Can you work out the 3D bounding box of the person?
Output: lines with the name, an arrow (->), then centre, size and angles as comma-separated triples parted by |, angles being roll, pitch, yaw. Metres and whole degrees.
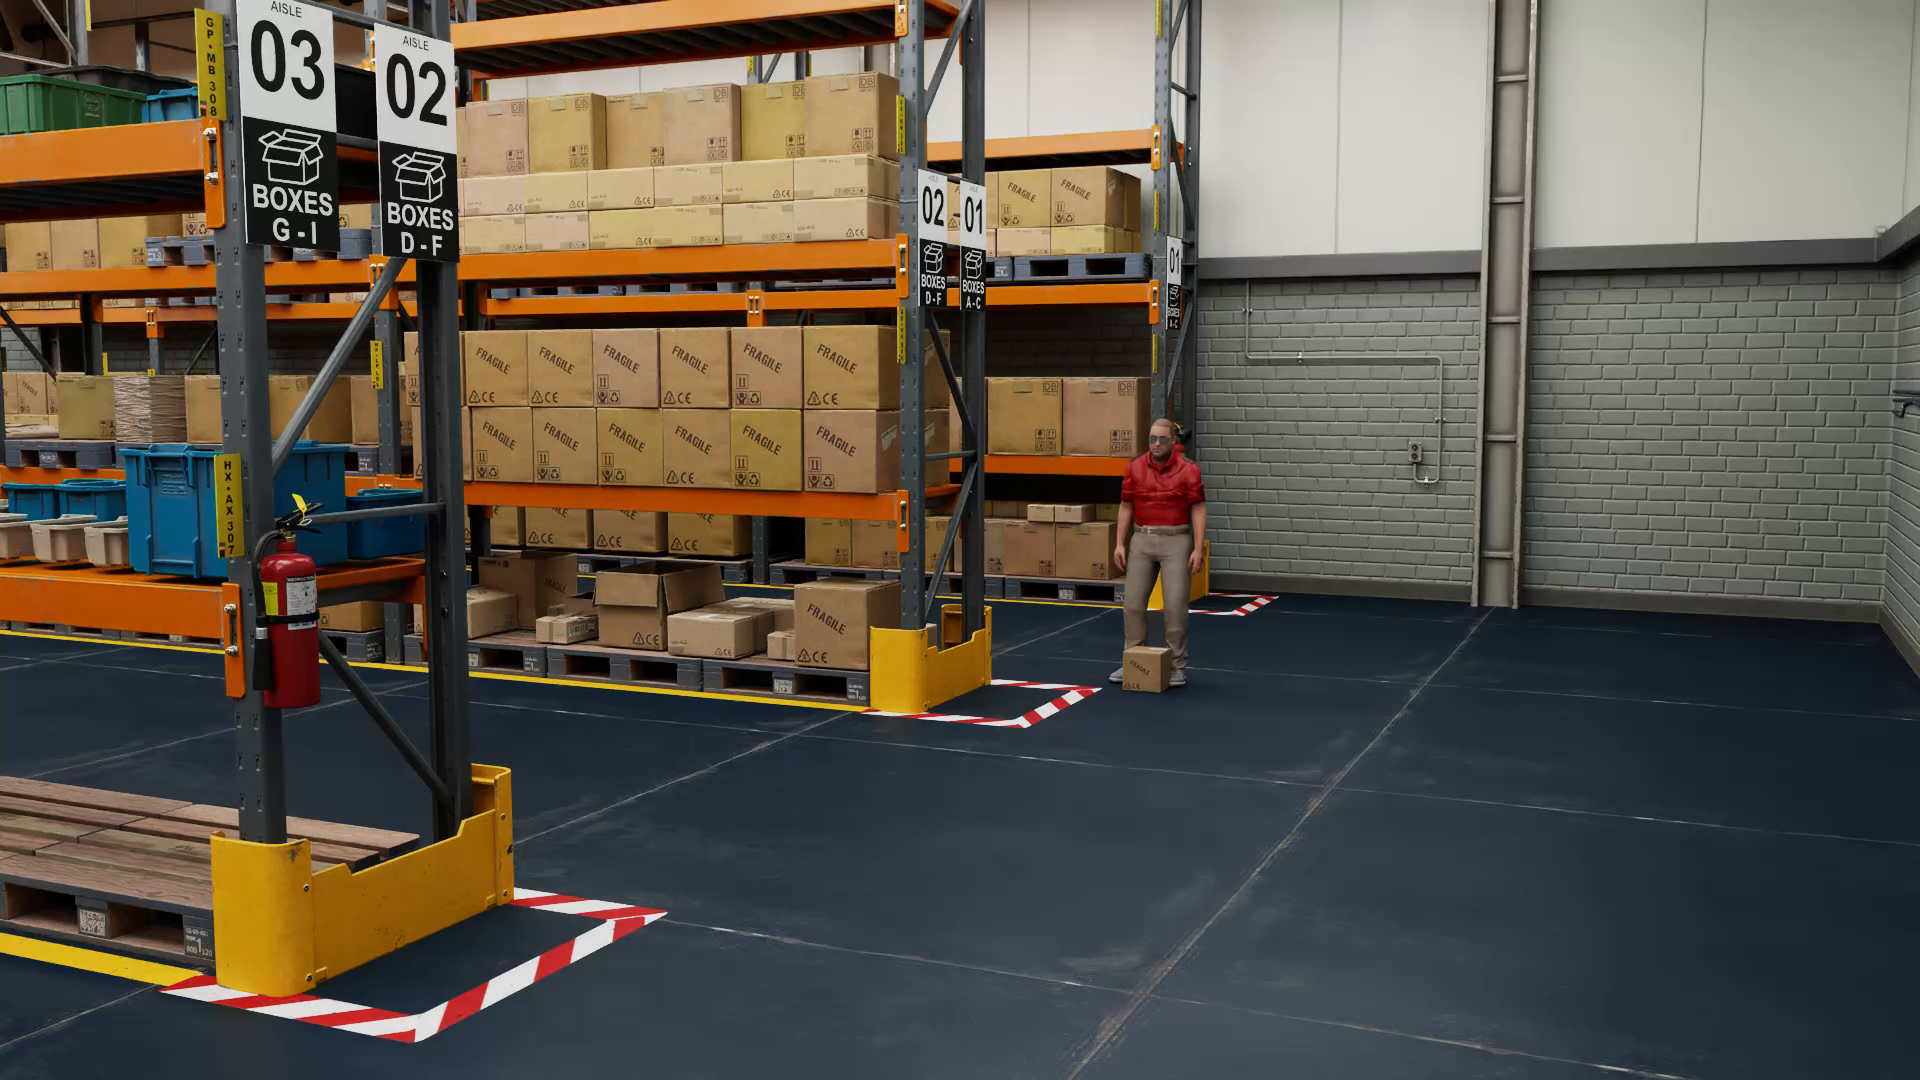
person -> 1.305, 0.072, 10.859 | 0.598, 1.727, 0.388 | 2, 6, 22
